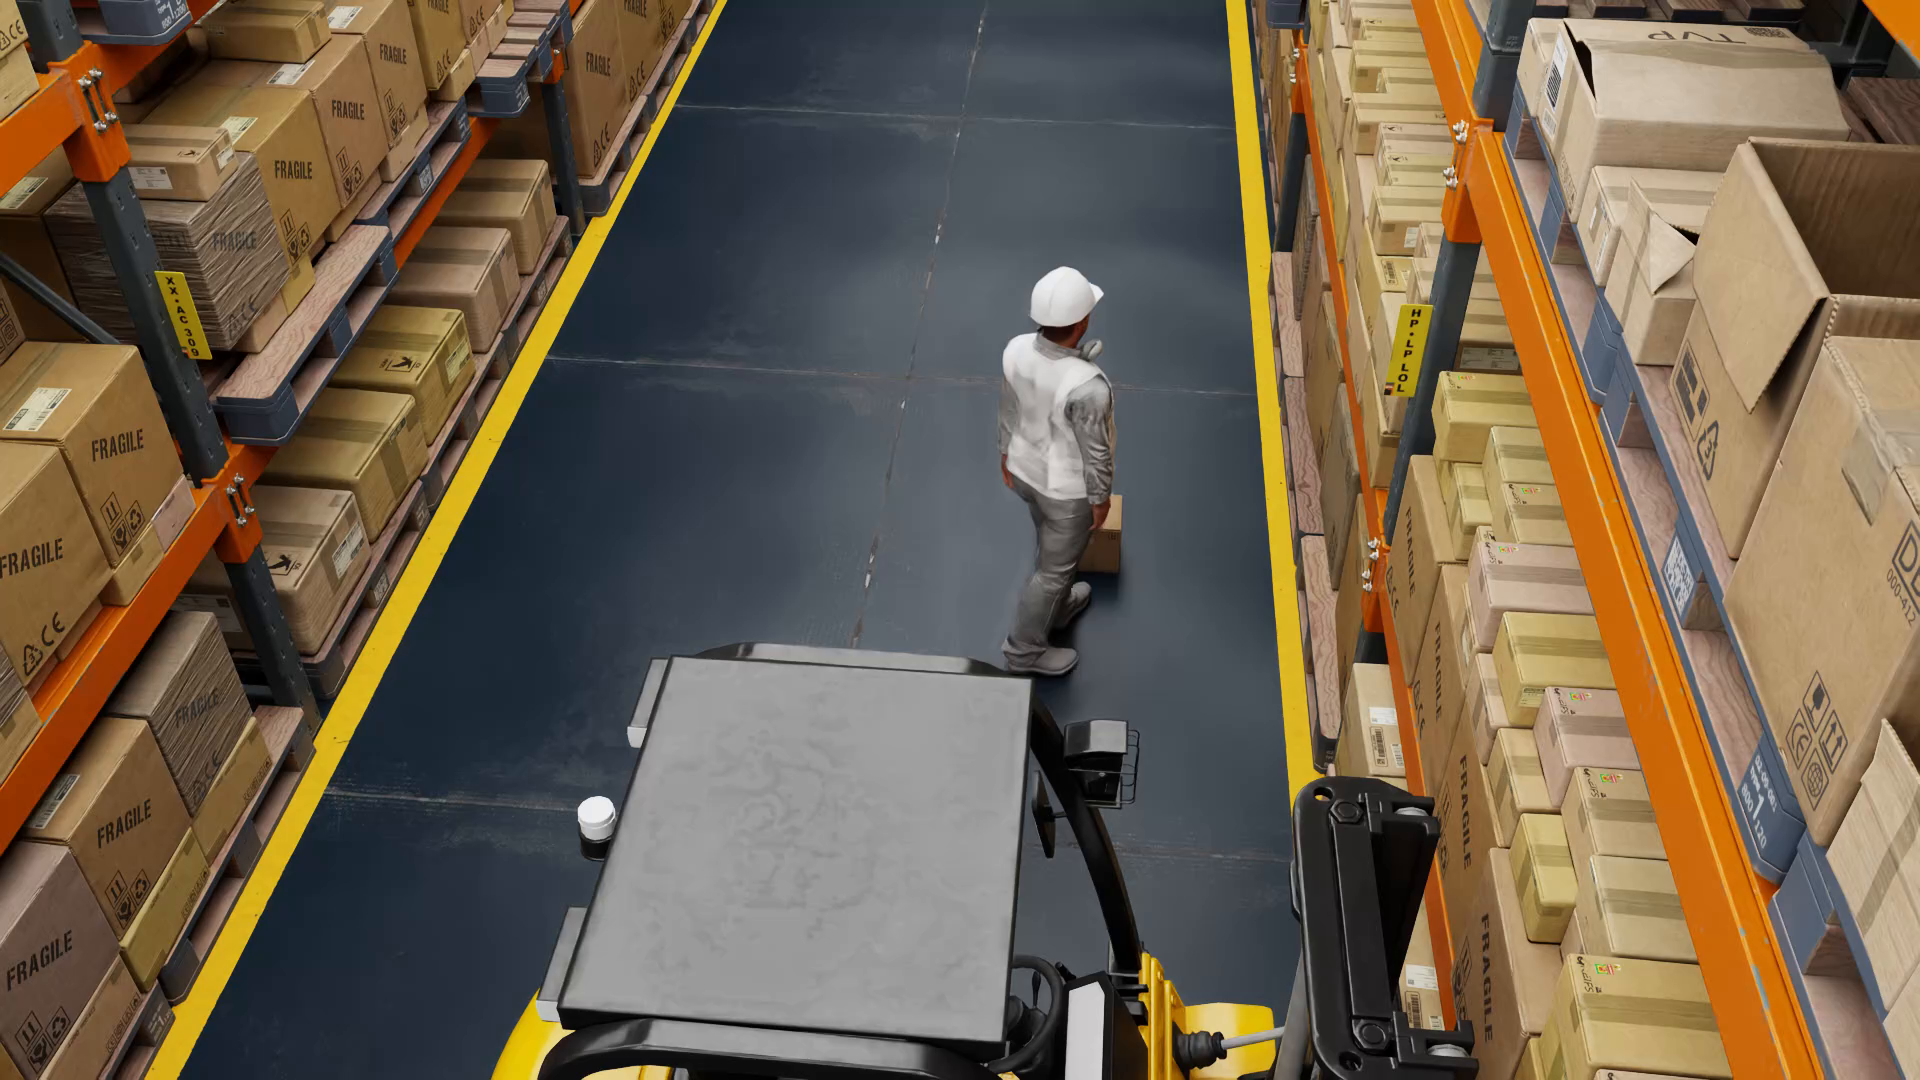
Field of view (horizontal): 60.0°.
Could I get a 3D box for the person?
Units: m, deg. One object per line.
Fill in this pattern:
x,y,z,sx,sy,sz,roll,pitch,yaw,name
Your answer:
0.397,-0.265,6.447,0.620,1.772,0.539,-26,46,-28,person
